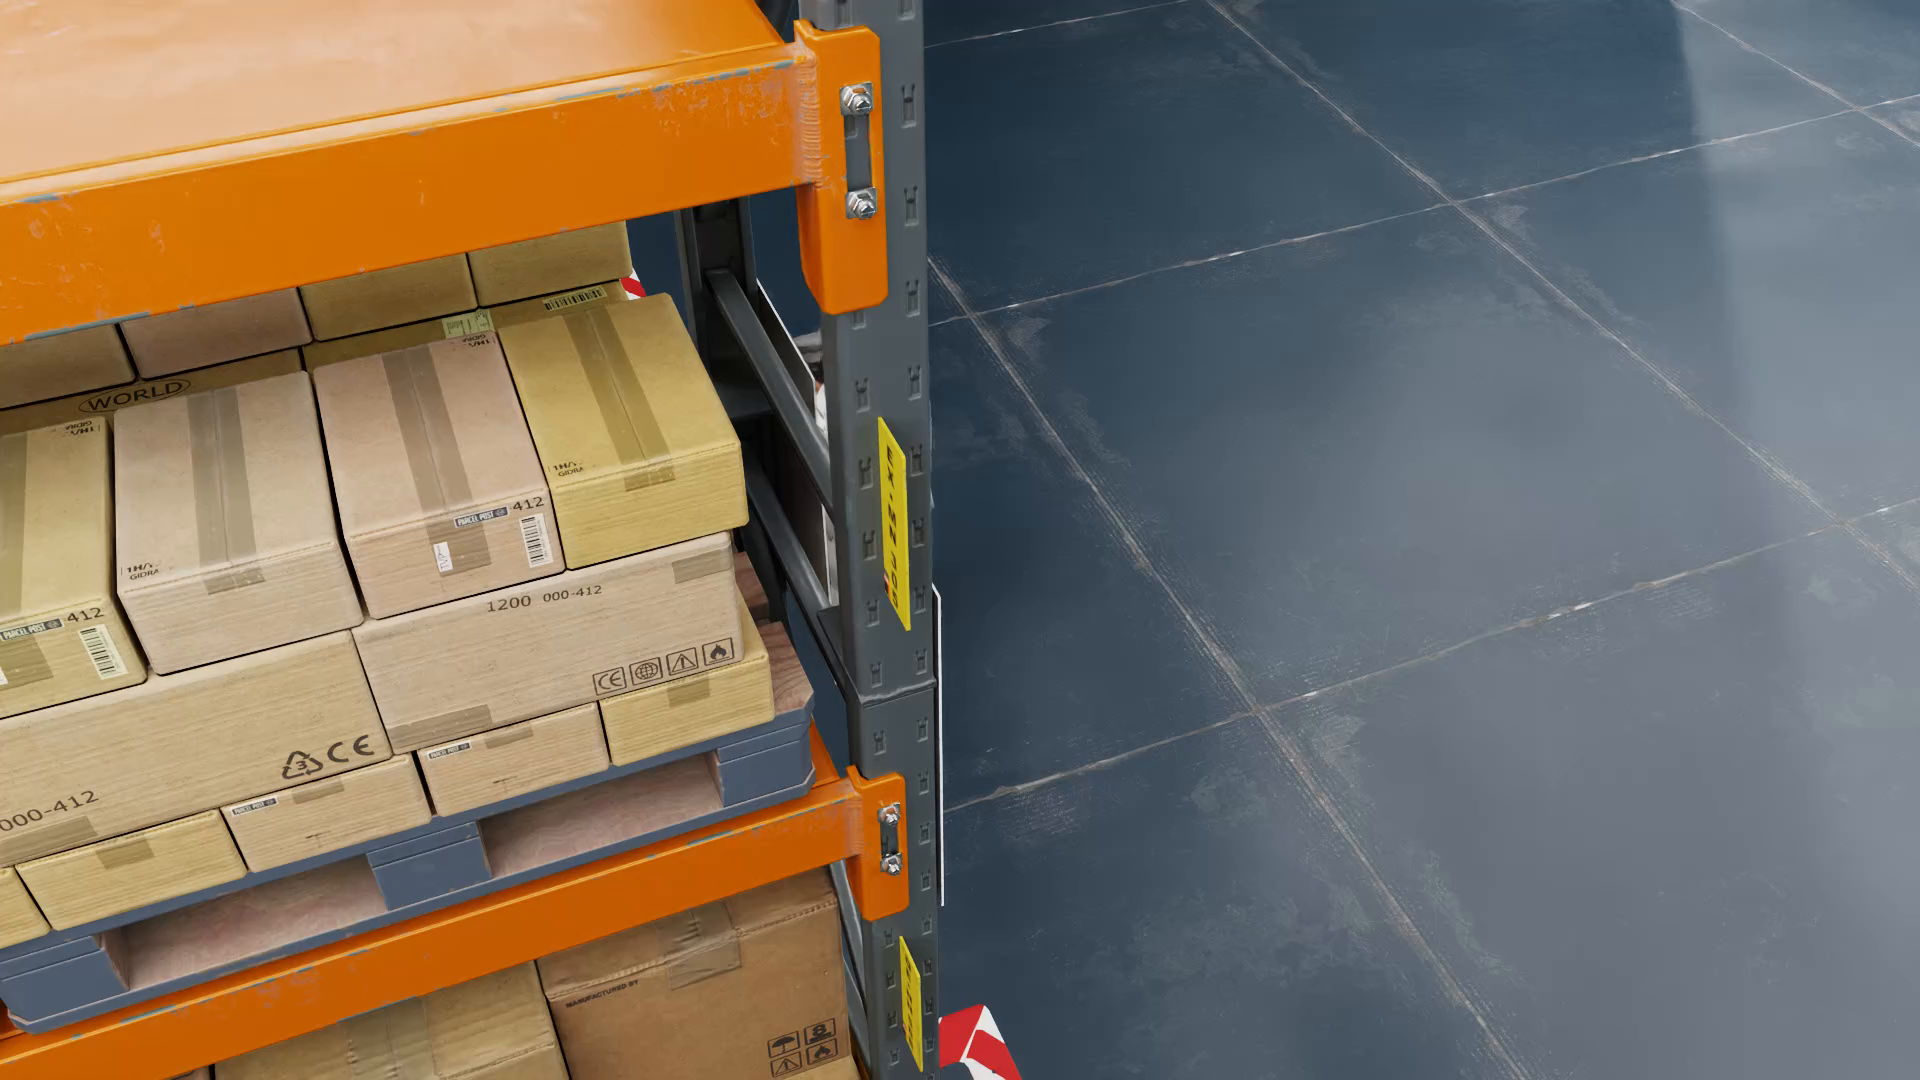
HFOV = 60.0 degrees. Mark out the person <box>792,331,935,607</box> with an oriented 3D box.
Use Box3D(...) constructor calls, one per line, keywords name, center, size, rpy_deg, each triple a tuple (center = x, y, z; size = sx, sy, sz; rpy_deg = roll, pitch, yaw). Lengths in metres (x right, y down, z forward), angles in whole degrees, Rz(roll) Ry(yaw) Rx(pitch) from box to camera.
Box3D(name="person", center=(-0.432, -0.212, 6.717), size=(0.530, 1.240, 0.771), rpy_deg=(-20, 46, -21))
